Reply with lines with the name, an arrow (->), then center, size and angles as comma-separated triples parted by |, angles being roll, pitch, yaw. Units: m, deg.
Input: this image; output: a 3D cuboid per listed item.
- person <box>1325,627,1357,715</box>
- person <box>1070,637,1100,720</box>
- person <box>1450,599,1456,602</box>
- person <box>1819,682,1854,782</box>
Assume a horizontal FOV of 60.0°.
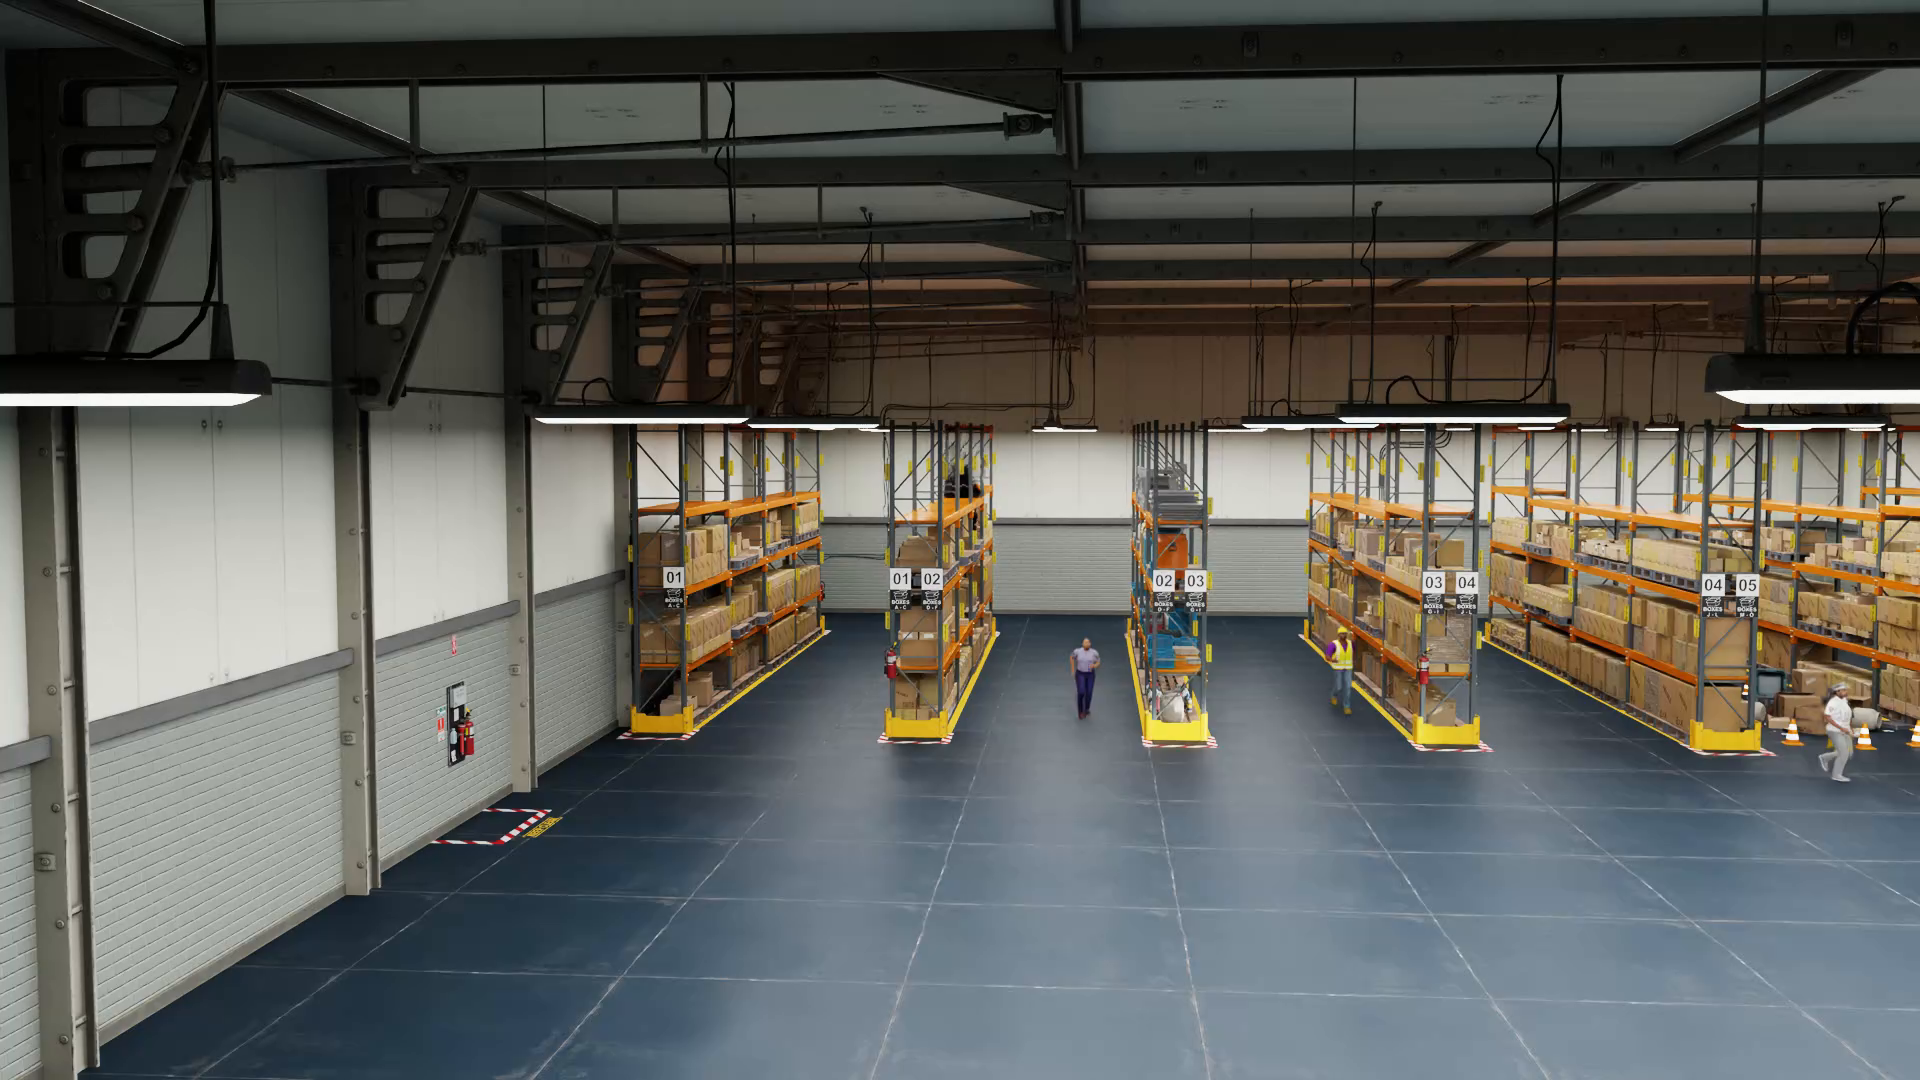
person -> 7.870, 2.666, 34.242 | 0.700, 1.762, 0.957 | 0, 4, -4
person -> 2.532, 2.797, 33.515 | 0.570, 1.675, 0.796 | 0, 4, -5
person -> 13.335, 2.017, 45.425 | 0.624, 1.681, 0.852 | 1, 4, 19
person -> 14.504, 3.148, 27.545 | 0.623, 1.647, 0.593 | -3, 4, -36
